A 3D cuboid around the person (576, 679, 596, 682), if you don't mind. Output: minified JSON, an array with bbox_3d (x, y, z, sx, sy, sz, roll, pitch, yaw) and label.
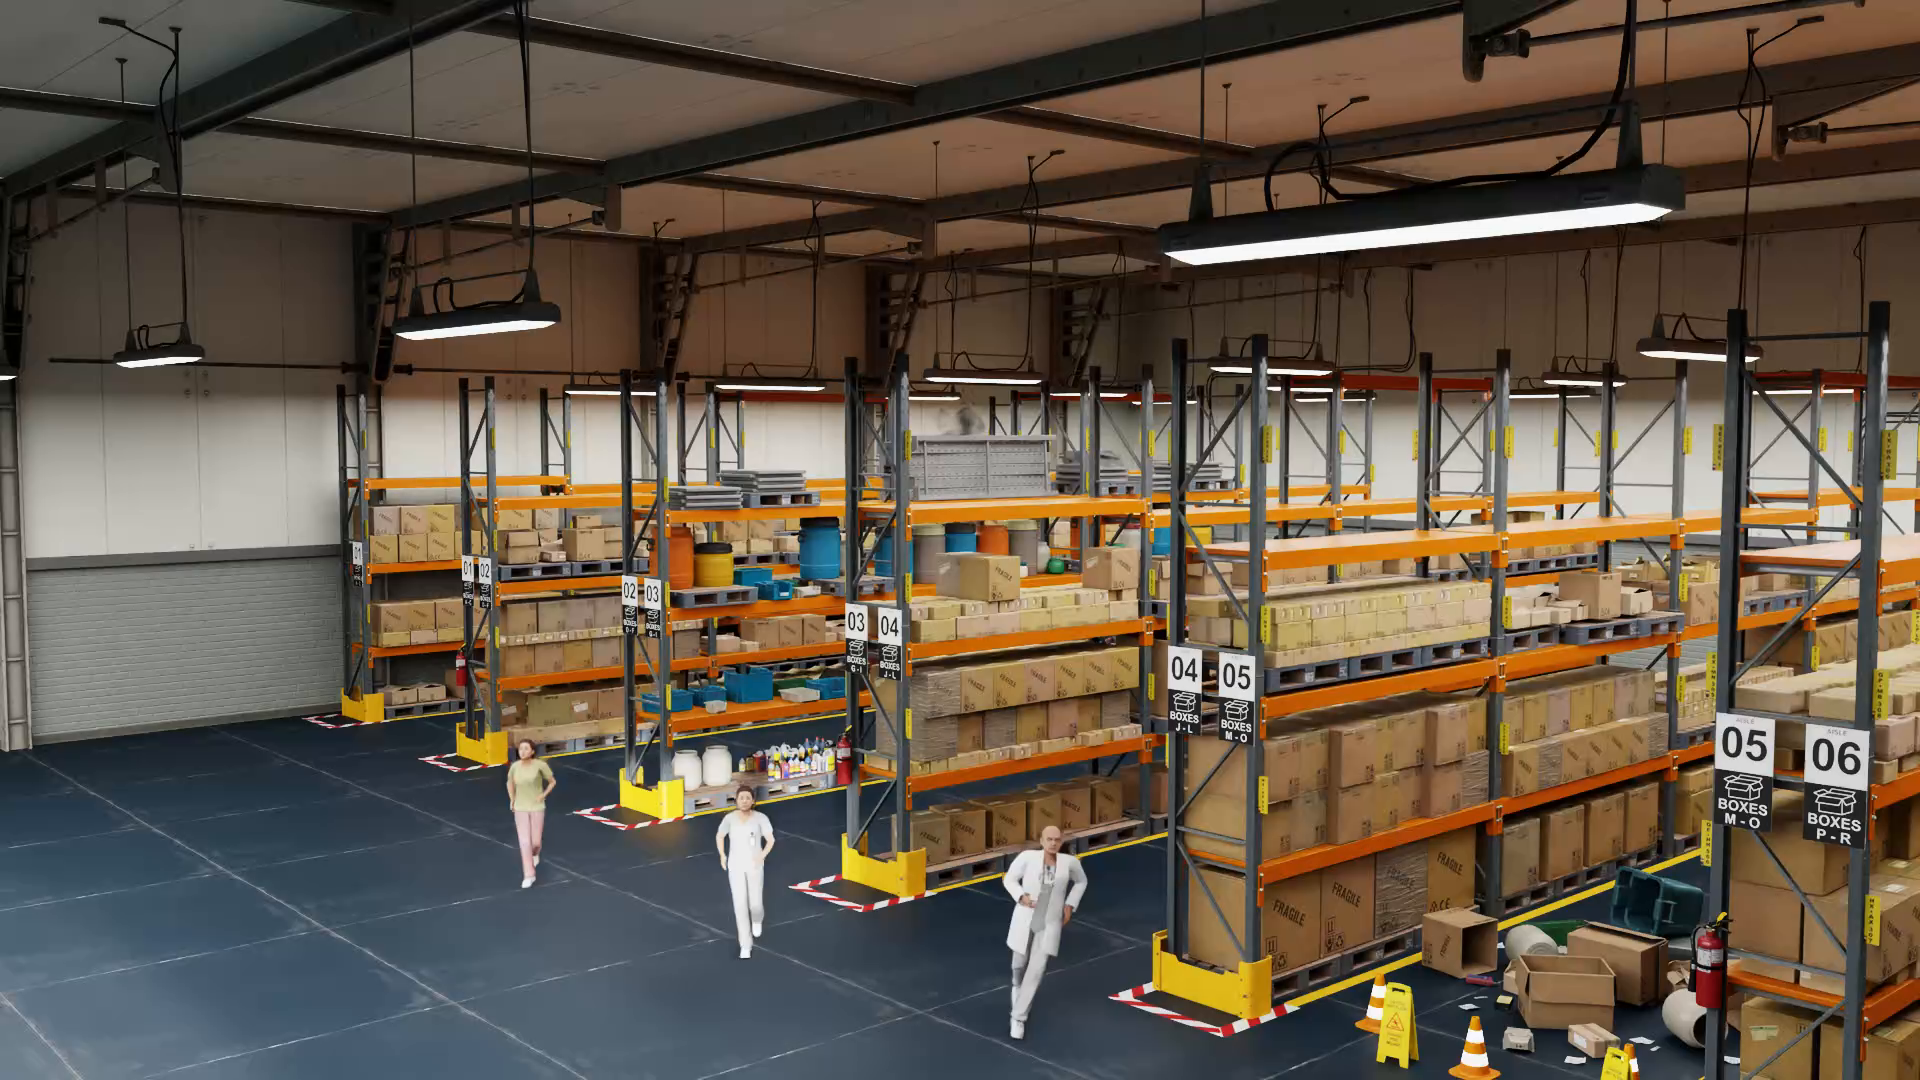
[{"bbox_3d":[-6.545,2.355,29.203,0.715,1.754,1.021,4,5,45],"label":"person"}]

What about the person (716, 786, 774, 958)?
[{"bbox_3d":[-2.136,3.256,16.532,0.586,1.639,0.727,0,4,-3],"label":"person"}]

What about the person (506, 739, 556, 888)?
[{"bbox_3d":[-4.934,3.097,19.106,0.575,1.656,0.720,0,4,-3],"label":"person"}]

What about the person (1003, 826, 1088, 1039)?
[{"bbox_3d":[0.748,3.339,14.498,0.739,1.748,1.004,0,4,0],"label":"person"}]
